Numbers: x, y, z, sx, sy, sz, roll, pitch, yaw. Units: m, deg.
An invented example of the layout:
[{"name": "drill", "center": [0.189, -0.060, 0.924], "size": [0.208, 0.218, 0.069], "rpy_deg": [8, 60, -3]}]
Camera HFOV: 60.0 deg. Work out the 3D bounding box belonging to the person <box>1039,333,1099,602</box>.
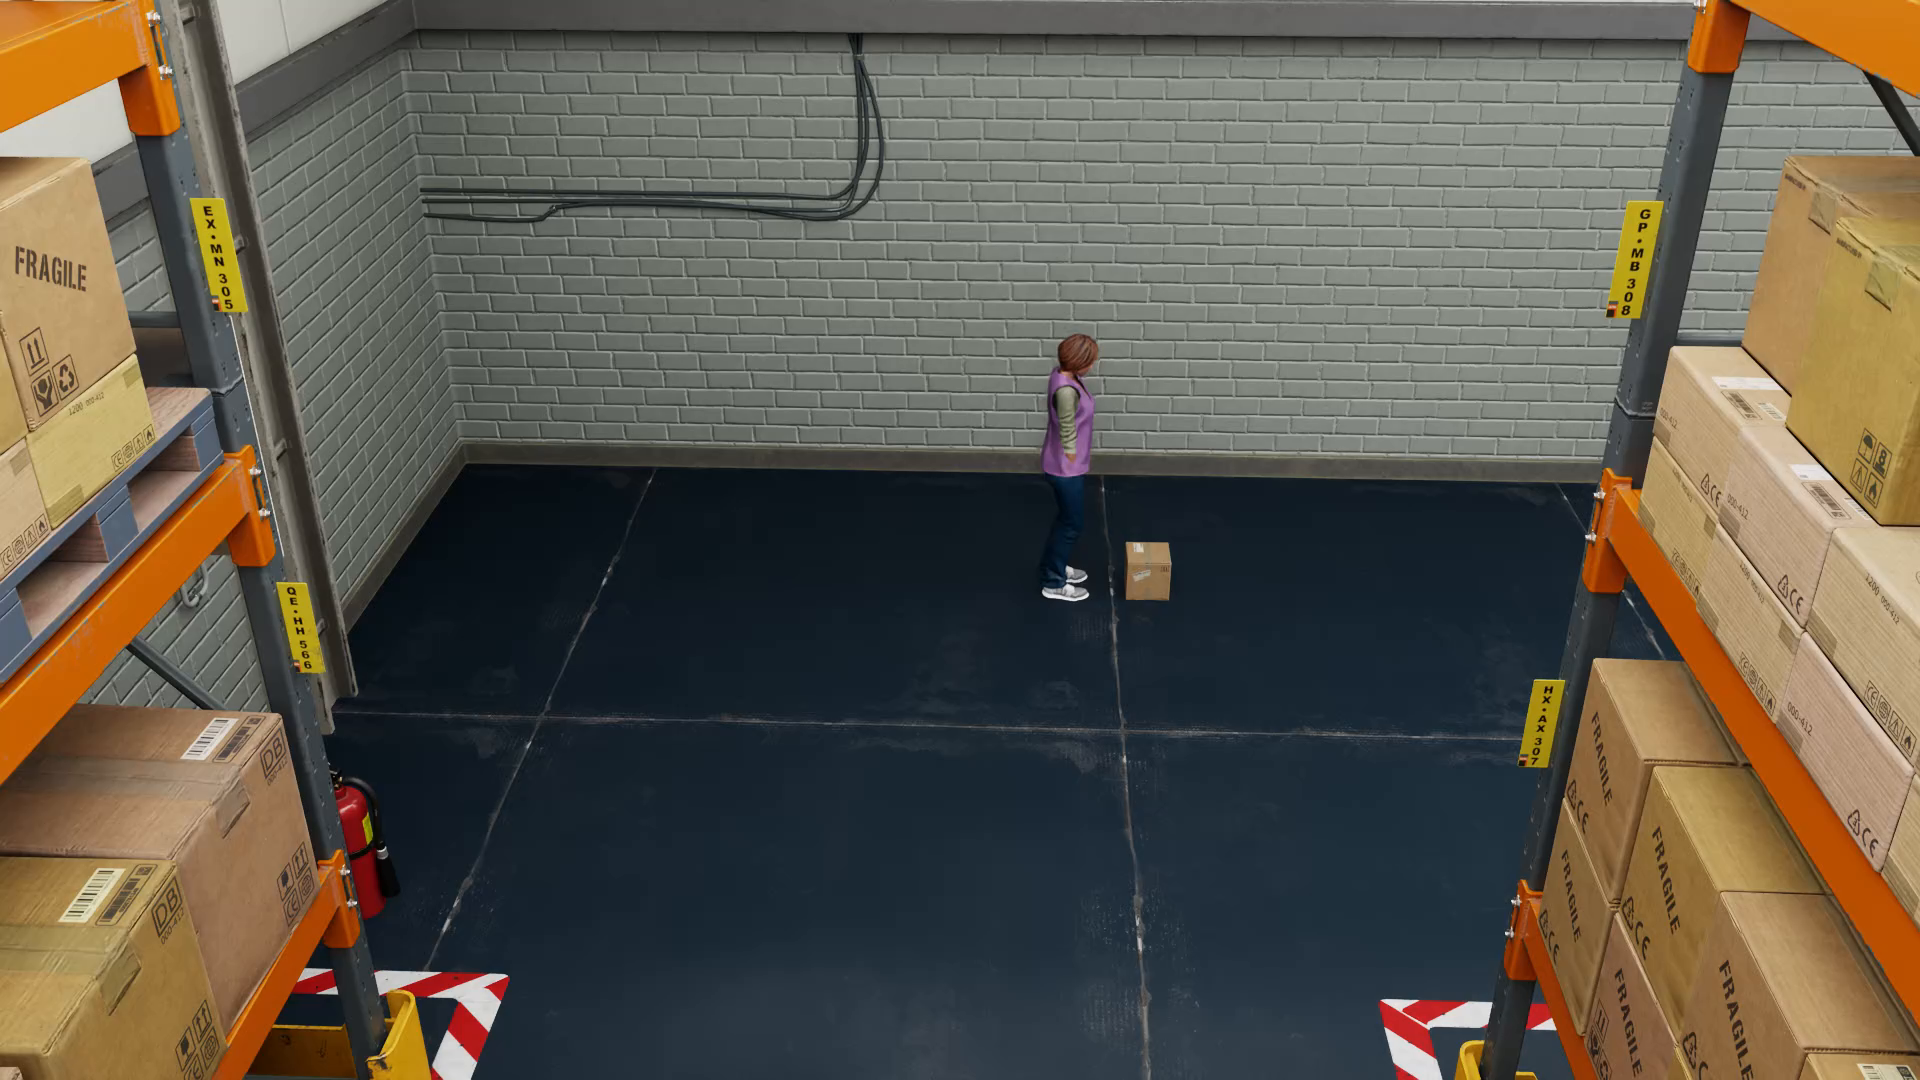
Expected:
[{"name": "person", "center": [0.606, -0.417, 9.438], "size": [0.305, 1.575, 0.410], "rpy_deg": [2, 28, 3]}]
